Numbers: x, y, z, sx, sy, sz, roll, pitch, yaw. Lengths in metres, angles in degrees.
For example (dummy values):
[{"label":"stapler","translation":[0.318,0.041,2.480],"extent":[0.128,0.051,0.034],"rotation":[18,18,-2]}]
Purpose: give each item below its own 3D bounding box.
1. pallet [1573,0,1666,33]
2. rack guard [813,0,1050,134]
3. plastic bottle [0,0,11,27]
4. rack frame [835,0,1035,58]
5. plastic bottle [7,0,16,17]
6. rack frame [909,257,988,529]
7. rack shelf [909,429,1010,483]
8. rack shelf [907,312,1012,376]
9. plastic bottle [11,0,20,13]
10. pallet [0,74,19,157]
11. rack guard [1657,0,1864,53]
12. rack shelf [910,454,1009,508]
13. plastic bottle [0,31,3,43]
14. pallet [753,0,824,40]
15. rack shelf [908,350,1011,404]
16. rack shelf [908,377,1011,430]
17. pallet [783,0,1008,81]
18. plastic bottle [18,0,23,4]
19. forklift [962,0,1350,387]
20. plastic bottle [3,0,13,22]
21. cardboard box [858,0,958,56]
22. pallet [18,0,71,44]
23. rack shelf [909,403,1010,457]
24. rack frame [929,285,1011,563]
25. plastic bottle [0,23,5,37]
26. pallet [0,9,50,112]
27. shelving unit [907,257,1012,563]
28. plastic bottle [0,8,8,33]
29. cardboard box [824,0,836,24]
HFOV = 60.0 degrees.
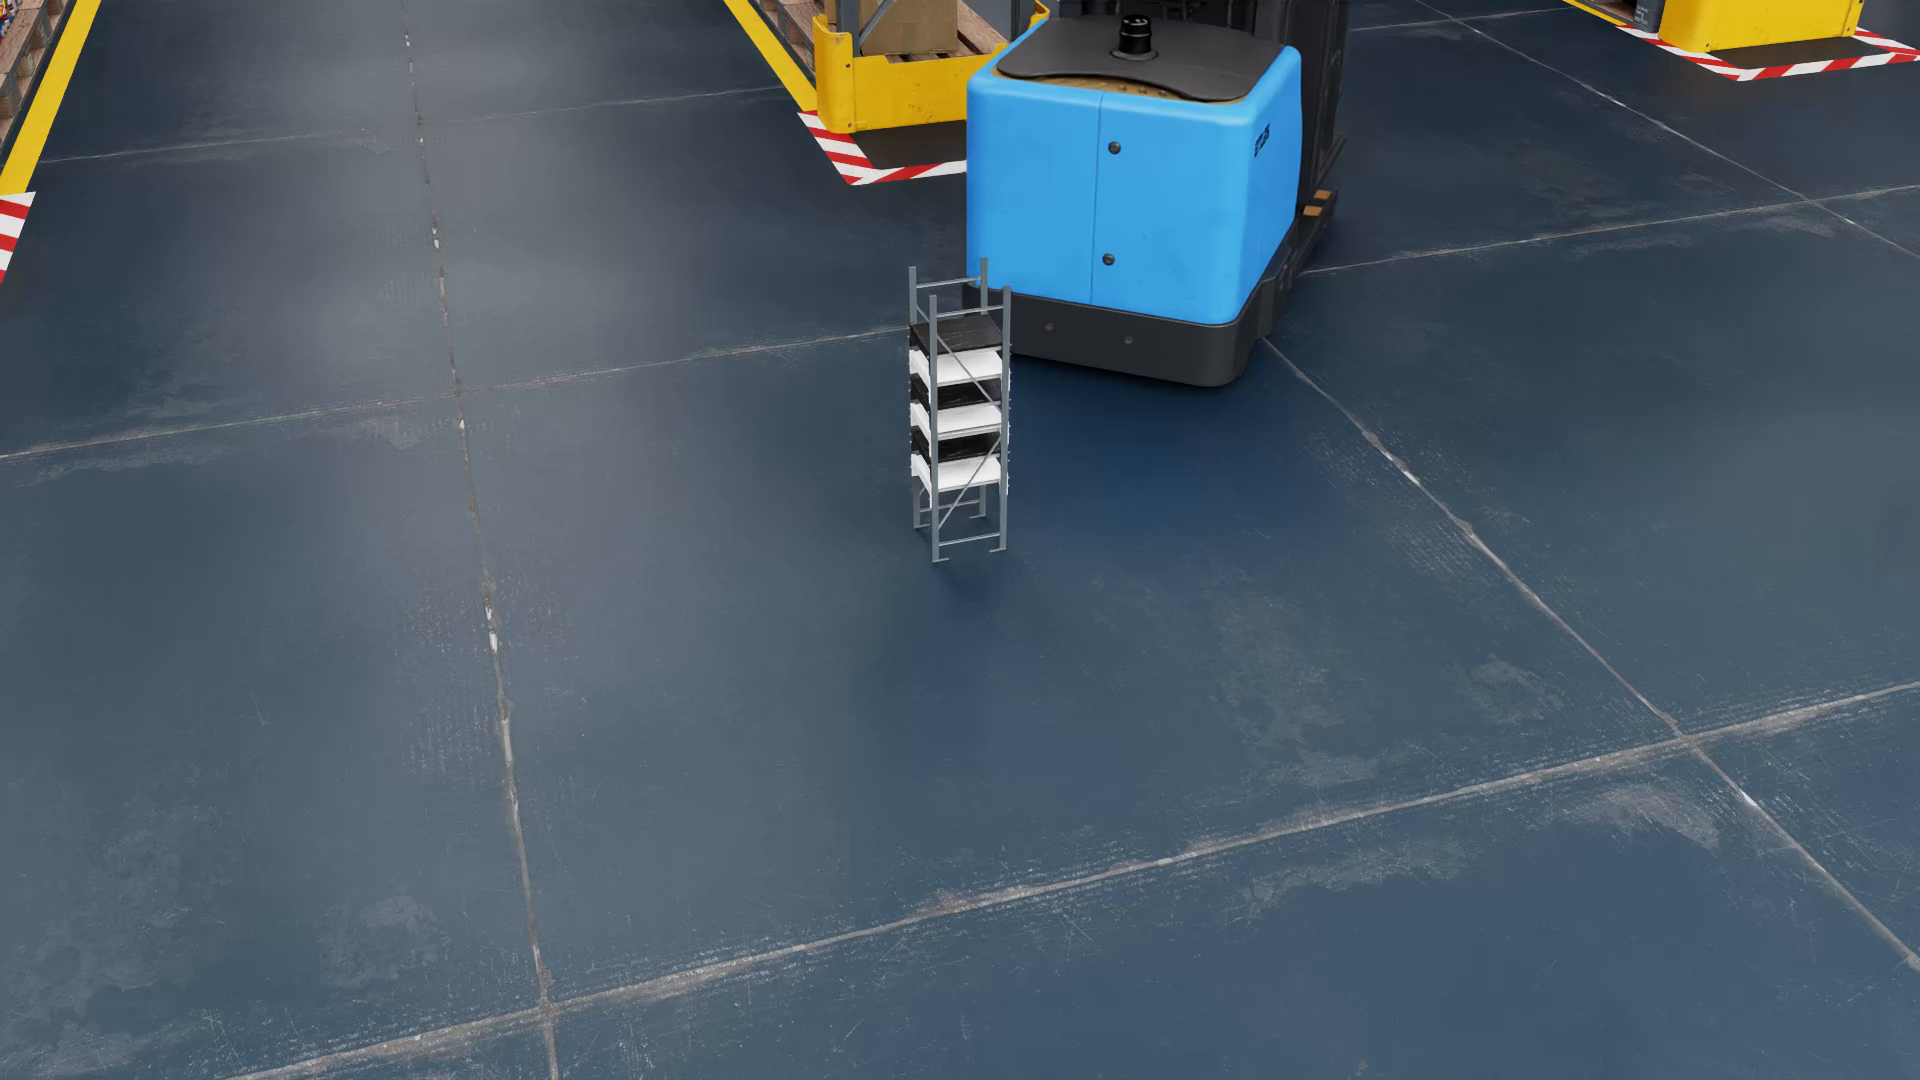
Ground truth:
[{"label":"pallet","translation":[4.320,-3.450,10.280],"extent":[1.003,0.211,1.213],"rotation":[-10,35,-15]},{"label":"rack guard","translation":[-0.139,-2.423,8.463],"extent":[1.175,0.500,0.348],"rotation":[-10,35,-15]},{"label":"plastic bottle","translation":[-5.255,-2.898,9.054],"extent":[0.097,0.201,0.097],"rotation":[0,33,0]},{"label":"rack frame","translation":[-0.116,-3.426,7.714],"extent":[1.000,3.000,0.127],"rotation":[-10,35,-15]},{"label":"plastic bottle","translation":[-5.317,-3.006,9.217],"extent":[0.097,0.201,0.097],"rotation":[0,33,0]},{"label":"rack frame","translation":[-0.033,-0.433,5.089],"extent":[0.240,0.900,0.006],"rotation":[-10,35,-15]},{"label":"rack shelf","translation":[-0.002,-0.277,5.076],"extent":[0.258,0.077,0.200],"rotation":[-10,35,-15]},{"label":"rack shelf","translation":[-0.002,-0.577,4.878],"extent":[0.258,0.077,0.200],"rotation":[-10,35,-15]},{"label":"plastic bottle","translation":[-5.380,-3.094,9.283],"extent":[0.152,0.276,0.135],"rotation":[-9,35,-14]},{"label":"pallet","translation":[-5.144,-1.889,7.917],"extent":[1.003,0.211,1.213],"rotation":[-10,35,-15]},{"label":"rack guard","translation":[4.645,-3.151,9.566],"extent":[1.175,0.500,0.348],"rotation":[-10,35,-15]},{"label":"rack shelf","translation":[-0.002,-0.202,5.126],"extent":[0.258,0.077,0.200],"rotation":[-10,35,-15]},{"label":"plastic bottle","translation":[-5.141,-2.769,8.785],"extent":[0.061,0.283,0.133],"rotation":[-9,35,-14]},{"label":"pallet","translation":[-0.722,-3.374,10.165],"extent":[1.003,0.211,1.213],"rotation":[-10,35,-15]},{"label":"rack shelf","translation":[-0.002,-0.502,4.928],"extent":[0.258,0.077,0.200],"rotation":[-10,35,-15]},{"label":"rack shelf","translation":[-0.002,-0.427,4.977],"extent":[0.258,0.077,0.200],"rotation":[-10,35,-15]},{"label":"pallet","translation":[-0.354,-2.735,9.197],"extent":[1.003,0.211,1.213],"rotation":[-10,35,-15]},{"label":"plastic bottle","translation":[-5.425,-3.211,9.393],"extent":[0.144,0.351,0.185],"rotation":[-10,35,-15]},{"label":"forklift","translation":[1.020,-2.574,6.487],"extent":[1.130,2.935,3.031],"rotation":[12,35,18]},{"label":"plastic bottle","translation":[-5.286,-2.981,9.117],"extent":[0.097,0.271,0.097],"rotation":[0,33,0]},{"label":"cardboard box","translation":[-0.291,-2.889,8.787],"extent":[0.500,0.500,0.500],"rotation":[-4,34,-6]},{"label":"pallet","translation":[-5.888,-3.170,9.856],"extent":[1.003,0.211,1.213],"rotation":[-10,35,-15]},{"label":"rack shelf","translation":[-0.002,-0.352,5.027],"extent":[0.258,0.077,0.200],"rotation":[-10,35,-15]},{"label":"rack frame","translation":[0.029,-0.326,4.928],"extent":[0.240,0.900,0.006],"rotation":[-10,35,-15]},{"label":"plastic bottle","translation":[-5.194,-2.822,8.876],"extent":[0.097,0.271,0.097],"rotation":[0,33,0]},{"label":"pallet","translation":[-5.512,-2.528,8.885],"extent":[1.003,0.211,1.213],"rotation":[-10,35,-15]},{"label":"shelving unit","translation":[-0.002,-0.380,5.008],"extent":[0.258,0.900,0.210],"rotation":[-10,35,-15]},{"label":"plastic bottle","translation":[-5.225,-2.875,8.956],"extent":[0.097,0.271,0.097],"rotation":[0,33,0]},{"label":"cardboard box","translation":[-0.506,-3.197,9.254],"extent":[0.500,0.500,0.500],"rotation":[-1,33,-2]}]
